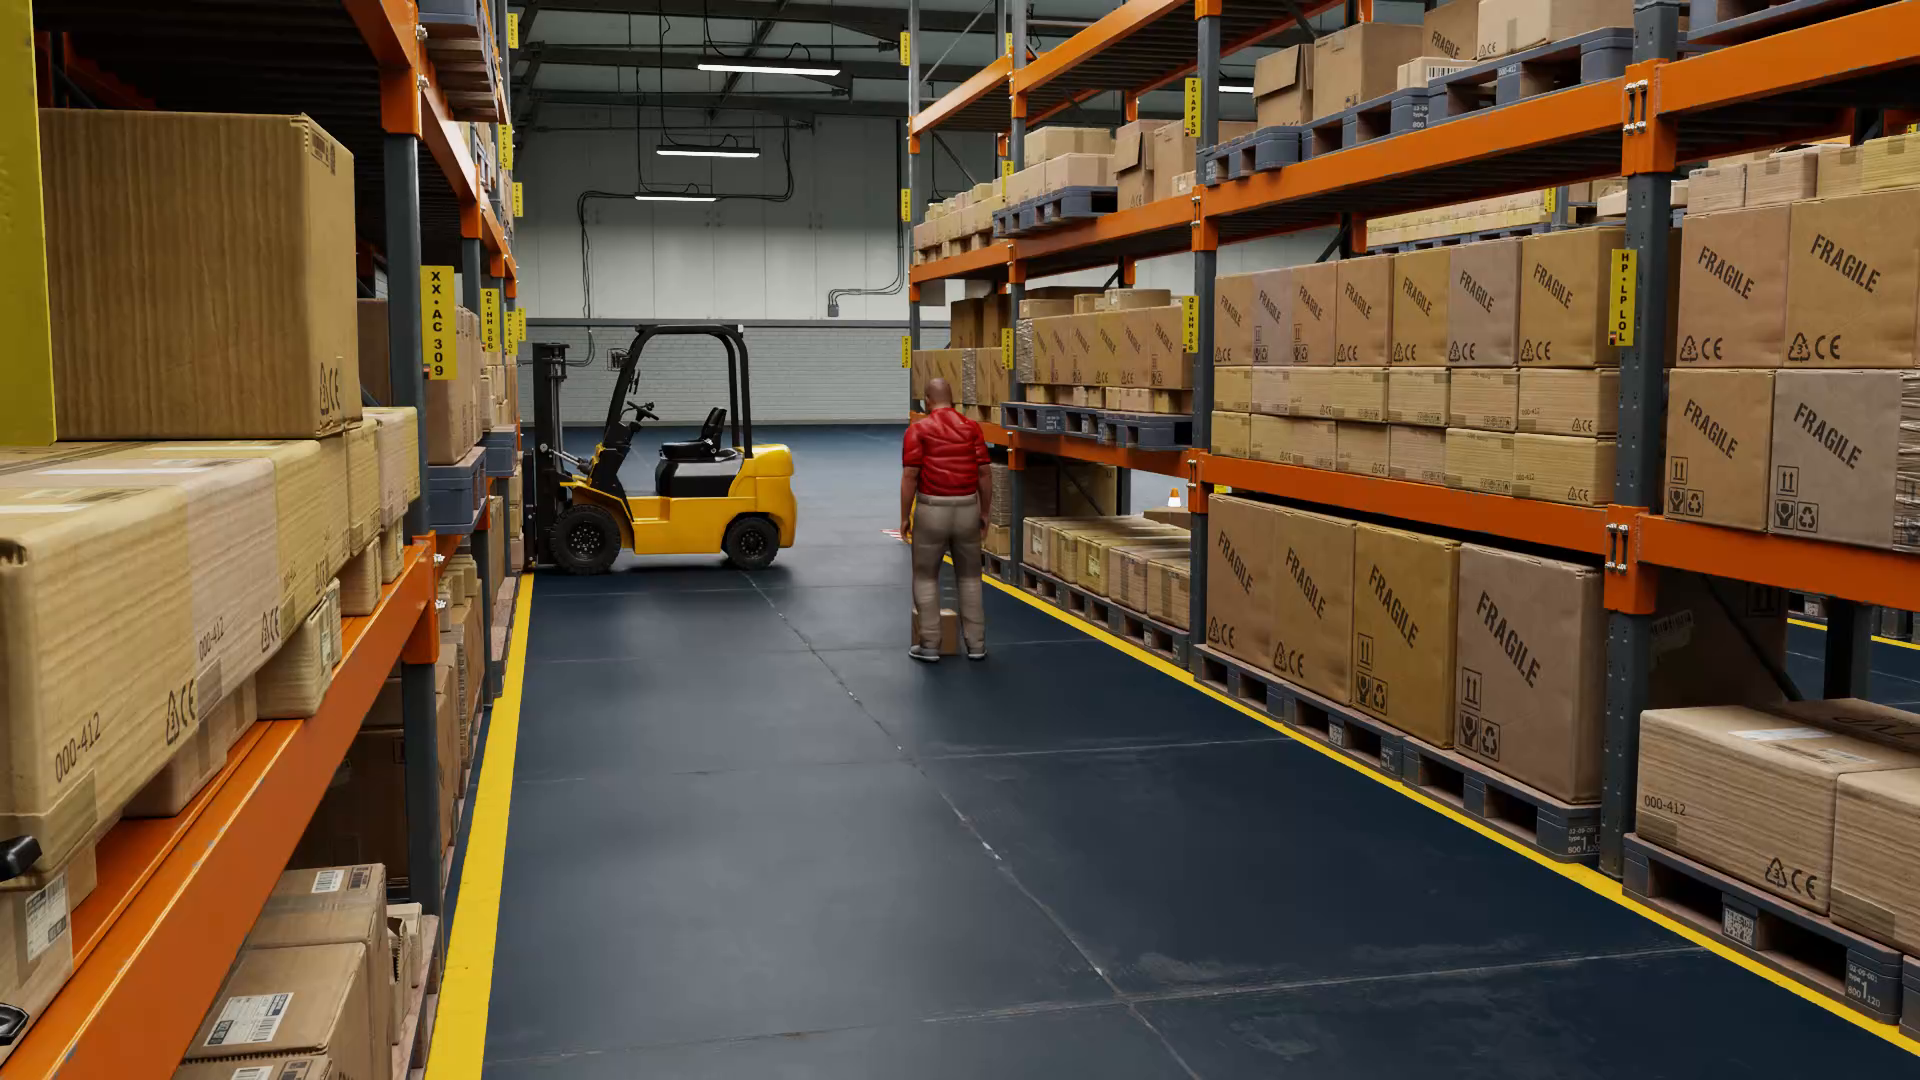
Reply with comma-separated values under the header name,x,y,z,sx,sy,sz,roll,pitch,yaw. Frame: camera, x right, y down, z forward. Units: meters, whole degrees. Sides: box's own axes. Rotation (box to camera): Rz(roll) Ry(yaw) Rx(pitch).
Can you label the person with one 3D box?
name,x,y,z,sx,sy,sz,roll,pitch,yaw
person,-0.090,-0.125,10.197,0.589,1.725,0.392,-2,6,-16
